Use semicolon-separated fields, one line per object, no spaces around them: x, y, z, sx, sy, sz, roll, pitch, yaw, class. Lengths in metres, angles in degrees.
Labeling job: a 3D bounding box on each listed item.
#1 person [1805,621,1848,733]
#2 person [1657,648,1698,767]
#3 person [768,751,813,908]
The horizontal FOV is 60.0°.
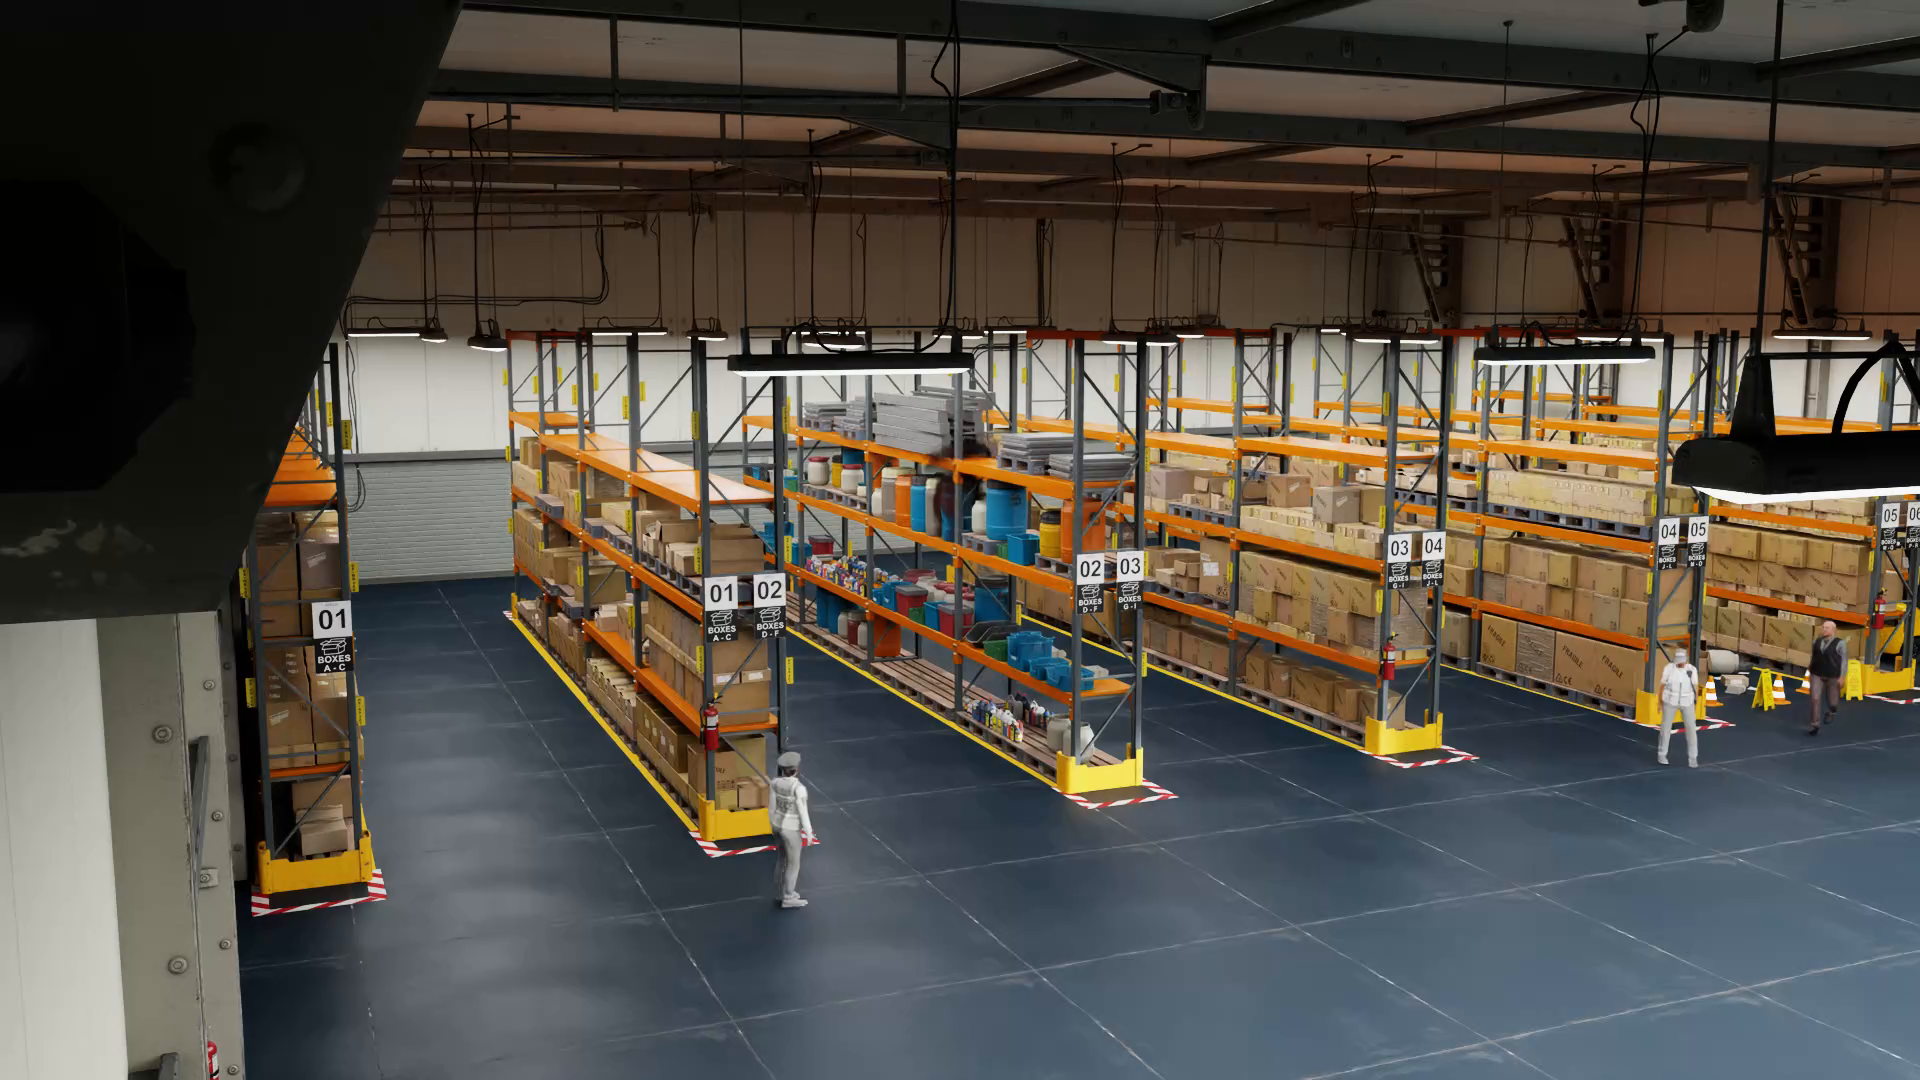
13.160;2.064;25.232;0.526;1.698;0.762;4;9;27;person
10.130;2.335;23.423;0.568;1.658;0.436;3;8;19;person
-1.807;3.098;17.806;0.380;1.692;0.521;-6;10;-35;person
